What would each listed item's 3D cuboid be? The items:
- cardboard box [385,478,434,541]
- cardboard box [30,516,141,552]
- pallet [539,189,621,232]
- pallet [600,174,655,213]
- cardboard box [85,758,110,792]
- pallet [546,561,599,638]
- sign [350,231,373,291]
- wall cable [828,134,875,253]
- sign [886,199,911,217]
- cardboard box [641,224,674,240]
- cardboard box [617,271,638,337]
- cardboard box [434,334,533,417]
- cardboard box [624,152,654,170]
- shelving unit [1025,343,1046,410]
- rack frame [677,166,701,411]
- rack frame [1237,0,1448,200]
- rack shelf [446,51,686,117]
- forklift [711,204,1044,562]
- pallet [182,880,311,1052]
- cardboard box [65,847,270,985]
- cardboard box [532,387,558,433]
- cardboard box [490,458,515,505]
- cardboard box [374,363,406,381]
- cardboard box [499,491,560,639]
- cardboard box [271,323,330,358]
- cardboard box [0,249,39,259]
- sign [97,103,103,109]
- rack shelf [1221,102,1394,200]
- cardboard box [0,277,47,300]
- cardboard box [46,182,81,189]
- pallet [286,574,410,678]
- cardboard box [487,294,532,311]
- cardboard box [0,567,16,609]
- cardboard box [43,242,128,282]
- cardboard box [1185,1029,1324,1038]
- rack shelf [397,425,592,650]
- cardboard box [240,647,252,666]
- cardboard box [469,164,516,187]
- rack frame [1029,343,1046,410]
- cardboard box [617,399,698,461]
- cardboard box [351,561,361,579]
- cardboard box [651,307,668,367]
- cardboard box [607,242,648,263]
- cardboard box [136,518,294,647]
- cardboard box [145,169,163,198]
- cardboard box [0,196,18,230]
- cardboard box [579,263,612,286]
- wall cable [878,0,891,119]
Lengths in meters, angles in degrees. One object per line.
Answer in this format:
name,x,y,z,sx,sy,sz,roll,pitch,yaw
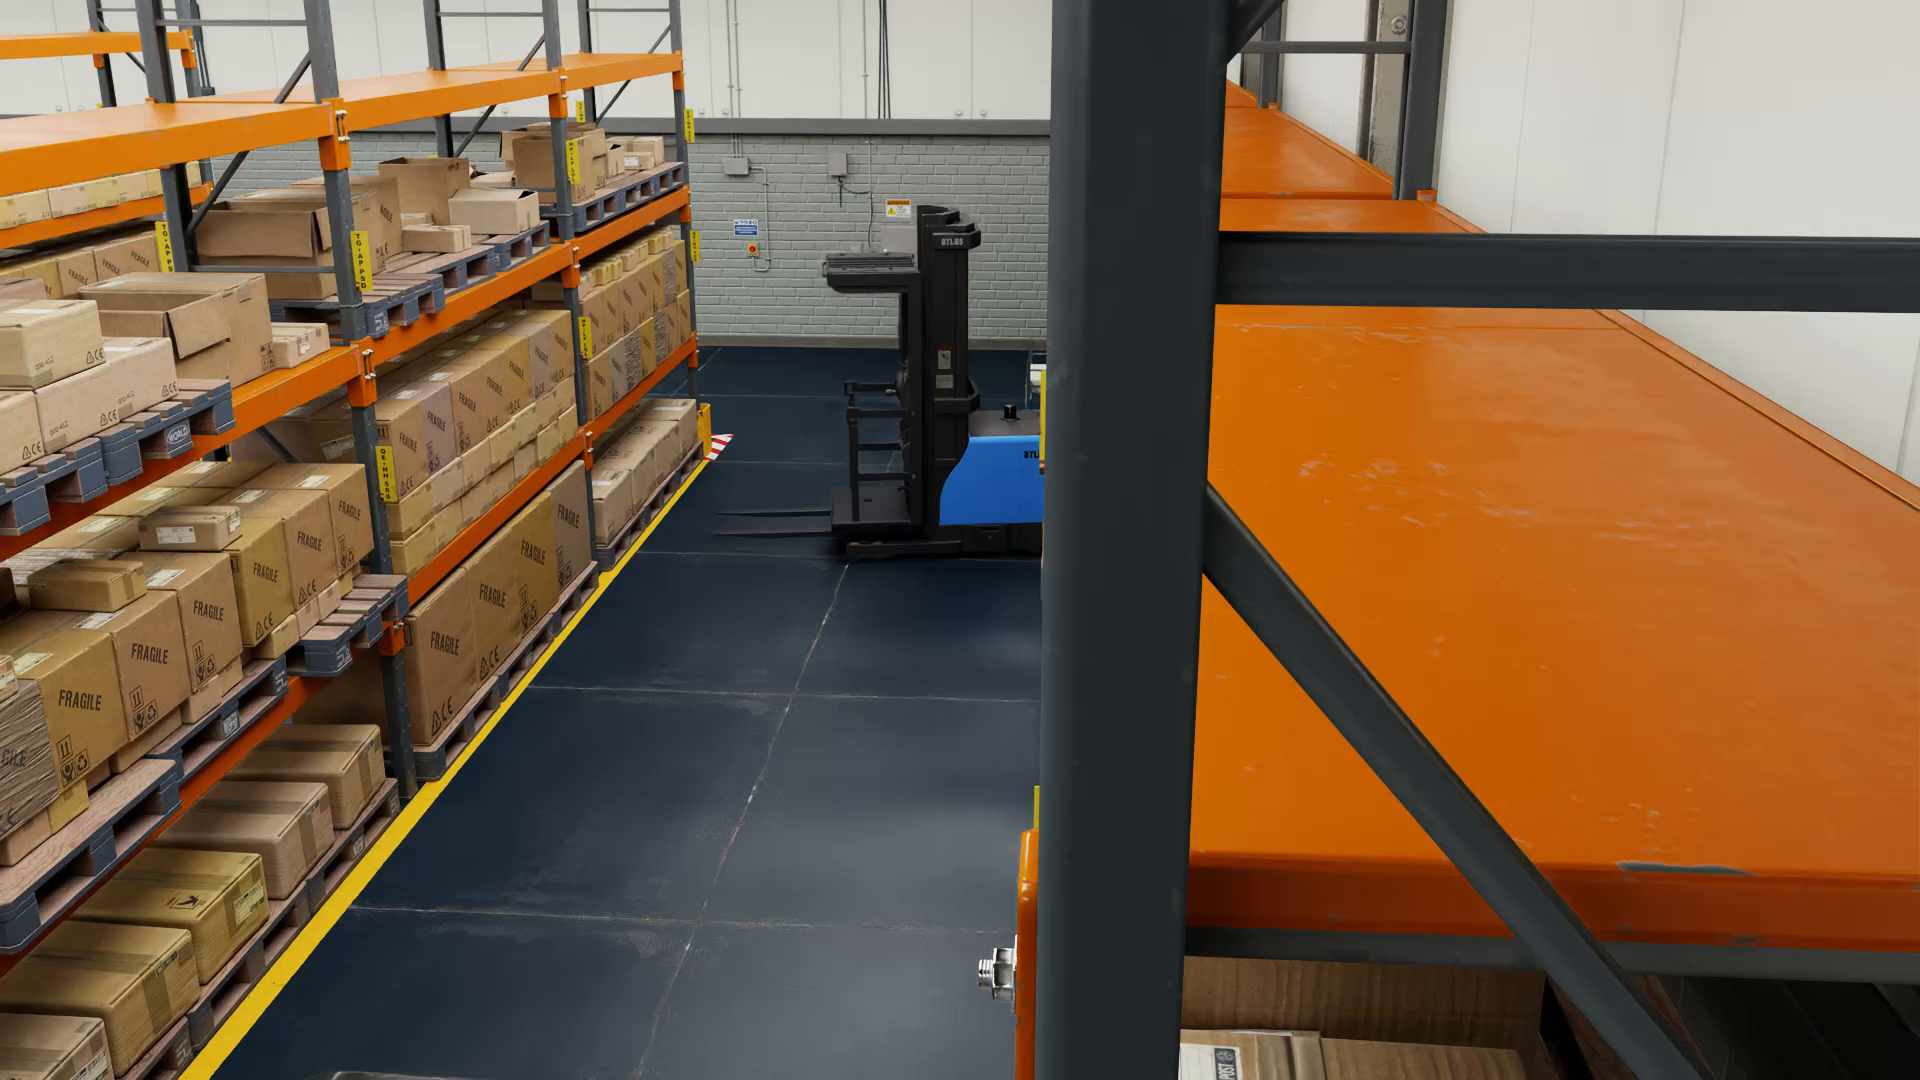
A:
cardboard box,-3.548,-0.192,10.129,0.500,0.250,0.500,1,18,4
cardboard box,-4.155,0.200,8.184,0.500,0.500,0.500,2,18,5
pallet,-3.474,-2.753,13.833,1.003,0.211,1.213,1,18,4
pallet,-3.384,-3.131,14.986,1.003,0.211,1.213,1,18,4
cardboard box,-3.792,0.957,6.915,0.380,0.149,0.250,2,18,7
pallet,-3.524,0.451,13.209,1.003,0.211,1.213,1,18,4
sign,-3.289,-1.532,9.134,0.100,0.325,0.005,1,18,4
wall cable,-1.460,-4.565,22.405,0.588,1.984,0.122,1,18,4
sign,-0.831,-4.476,22.439,0.339,0.242,0.001,1,18,4
cardboard box,-3.083,-3.073,16.677,0.380,0.149,0.250,2,18,5
cardboard box,-3.177,-2.097,14.738,0.500,0.500,0.500,2,18,5
cardboard box,-3.411,-1.176,11.929,0.500,0.500,0.500,2,18,6
cardboard box,-3.150,-3.638,15.958,0.380,0.149,0.250,0,18,0
shelving unit,0.834,-1.045,15.701,0.431,1.500,0.755,1,18,4
rack frame,-3.257,-2.358,17.303,1.000,3.000,0.127,1,18,4
rack frame,0.834,-1.373,4.660,1.000,3.000,0.127,1,18,4
rack shelf,-3.400,-4.056,14.647,1.077,0.370,4.000,1,18,4
forklift,-0.670,-1.375,14.413,3.031,2.935,1.130,-2,18,-5
pallet,-3.978,2.072,8.260,1.003,0.211,1.213,1,18,4
cardboard box,-3.986,1.816,8.111,0.950,0.372,0.625,2,18,6
cardboard box,-3.361,-0.984,12.548,0.500,0.250,0.500,2,18,5
cardboard box,-3.450,-0.425,11.643,0.500,0.250,0.500,1,18,4
cardboard box,-3.983,-0.876,11.014,0.500,0.500,0.500,1,18,4
cardboard box,-3.565,0.169,12.327,0.875,0.875,0.875,2,18,6
cardboard box,-3.643,-1.077,8.979,0.380,0.149,0.250,1,18,4
cardboard box,-8.642,-2.330,14.974,0.500,0.500,0.500,2,18,5
sign,-8.743,-4.290,16.978,0.100,0.325,0.005,1,18,4
rack shelf,0.977,-1.462,6.730,1.077,0.370,4.000,1,18,4
cardboard box,-4.151,-0.923,6.868,0.500,0.250,0.500,2,18,5
cardboard box,-8.124,-3.241,14.619,0.500,0.250,0.500,2,18,5
pallet,-3.775,0.441,9.067,1.213,0.211,1.003,1,18,4
cardboard box,-3.785,-1.791,13.806,0.500,0.500,0.500,1,18,3
cardboard box,-4.277,0.224,7.069,0.380,0.149,0.250,1,18,2
cardboard box,-8.085,-2.470,15.401,0.500,0.500,0.500,1,18,2
cardboard box,0.322,0.769,2.322,0.396,0.266,0.258,1,18,4
rack shelf,-3.687,-0.153,11.728,1.077,0.370,4.000,1,18,4
cardboard box,-3.715,0.556,8.137,0.380,0.149,0.250,1,18,4
cardboard box,-3.817,-2.930,13.612,0.396,0.266,0.258,2,18,6
rack frame,0.859,-1.158,16.048,0.400,1.500,0.023,1,18,4
cardboard box,-3.204,-1.133,17.004,0.875,0.438,0.875,1,18,2
cardboard box,-3.619,0.153,9.367,0.380,0.149,0.250,2,18,6
cardboard box,-3.105,-1.935,15.849,0.500,0.500,0.500,2,18,6
cardboard box,-3.120,-2.676,15.463,0.380,0.149,0.250,2,18,5
cardboard box,-3.647,0.203,8.174,0.500,0.500,0.500,0,18,0
cardboard box,-7.999,-3.486,16.167,0.500,0.250,0.500,1,18,4
cardboard box,-8.192,-2.687,13.730,0.500,0.250,0.500,2,18,7
cardboard box,-3.205,-2.275,14.241,0.380,0.149,0.250,1,18,4
wall cable,0.396,-6.908,21.494,2.988,3.039,0.133,1,18,4
